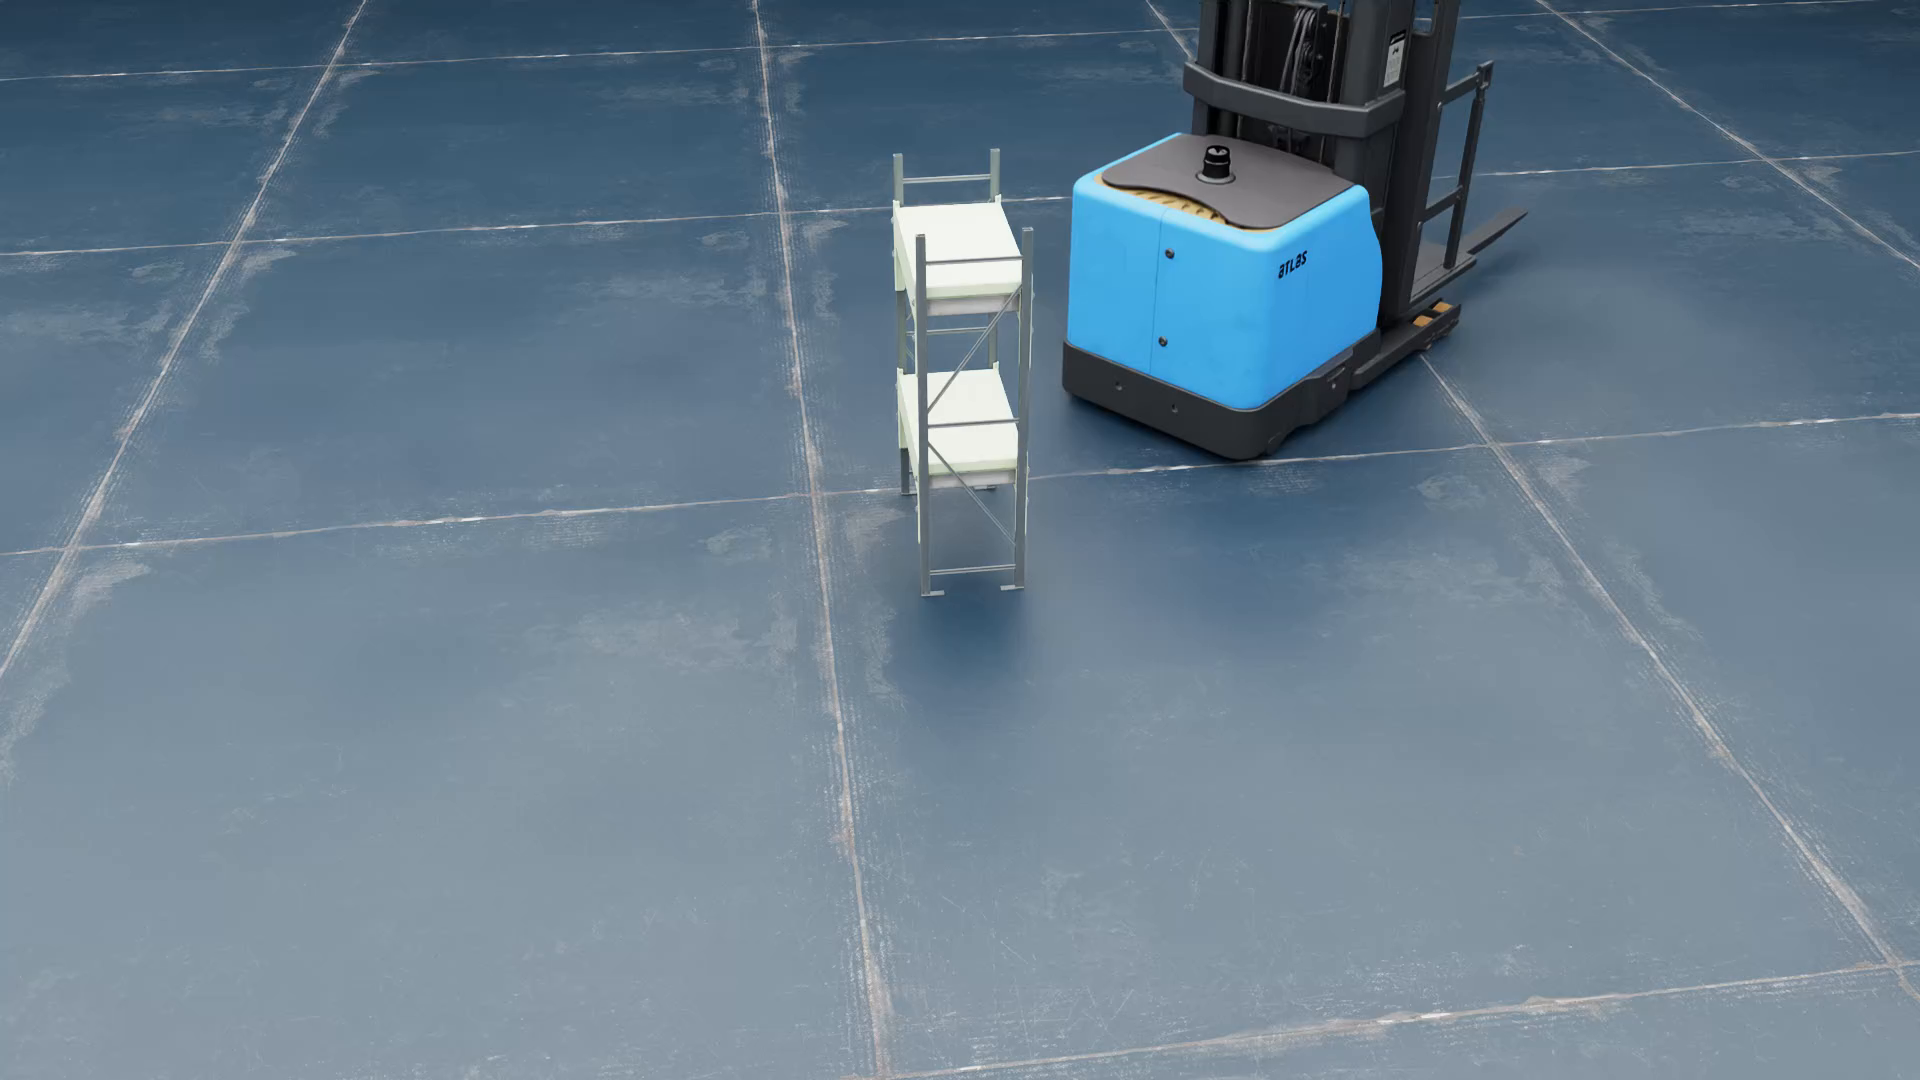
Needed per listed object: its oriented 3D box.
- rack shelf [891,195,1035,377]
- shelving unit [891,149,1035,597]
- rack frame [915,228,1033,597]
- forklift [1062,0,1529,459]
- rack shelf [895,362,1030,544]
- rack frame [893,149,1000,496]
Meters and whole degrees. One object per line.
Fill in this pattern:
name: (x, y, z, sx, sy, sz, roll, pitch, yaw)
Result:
rack shelf: (-0.001, -0.946, 6.113, 0.431, 0.370, 0.720, -4, 35, -6)
shelving unit: (-0.001, -0.623, 6.333, 0.431, 1.500, 0.755, -4, 35, -6)
rack frame: (0.048, -0.419, 6.033, 0.400, 1.500, 0.023, -4, 35, -6)
forklift: (1.822, -2.306, 7.531, 1.130, 2.935, 3.031, 26, 42, 33)
rack shelf: (-0.001, -0.354, 6.517, 0.431, 0.370, 0.720, -4, 35, -6)
rack frame: (-0.050, -0.828, 6.633, 0.400, 1.500, 0.023, -4, 35, -6)
